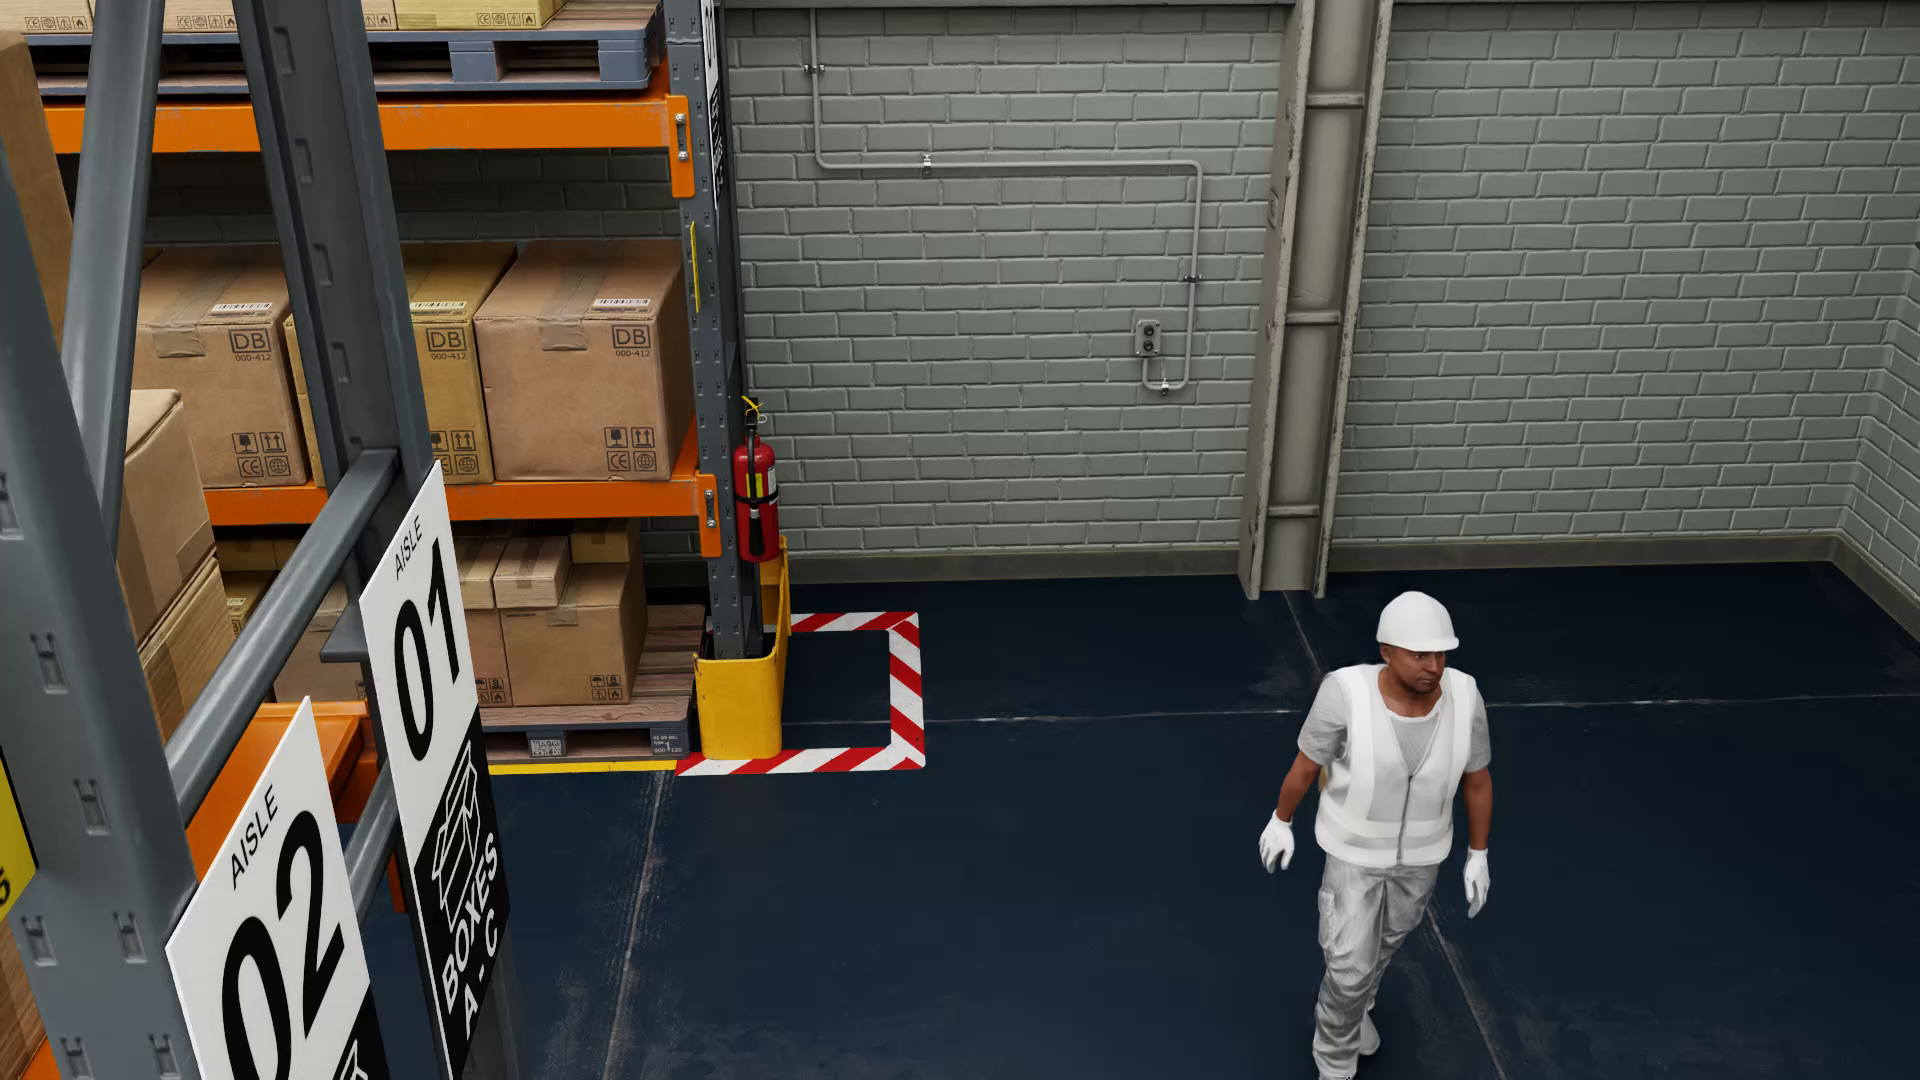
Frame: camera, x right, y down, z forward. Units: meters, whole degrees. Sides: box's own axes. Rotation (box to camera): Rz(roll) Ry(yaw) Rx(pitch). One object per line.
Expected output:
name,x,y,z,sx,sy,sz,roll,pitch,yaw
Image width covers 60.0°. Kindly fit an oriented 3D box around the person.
person,1.300,0.994,5.218,0.657,1.862,0.550,-3,27,-5
